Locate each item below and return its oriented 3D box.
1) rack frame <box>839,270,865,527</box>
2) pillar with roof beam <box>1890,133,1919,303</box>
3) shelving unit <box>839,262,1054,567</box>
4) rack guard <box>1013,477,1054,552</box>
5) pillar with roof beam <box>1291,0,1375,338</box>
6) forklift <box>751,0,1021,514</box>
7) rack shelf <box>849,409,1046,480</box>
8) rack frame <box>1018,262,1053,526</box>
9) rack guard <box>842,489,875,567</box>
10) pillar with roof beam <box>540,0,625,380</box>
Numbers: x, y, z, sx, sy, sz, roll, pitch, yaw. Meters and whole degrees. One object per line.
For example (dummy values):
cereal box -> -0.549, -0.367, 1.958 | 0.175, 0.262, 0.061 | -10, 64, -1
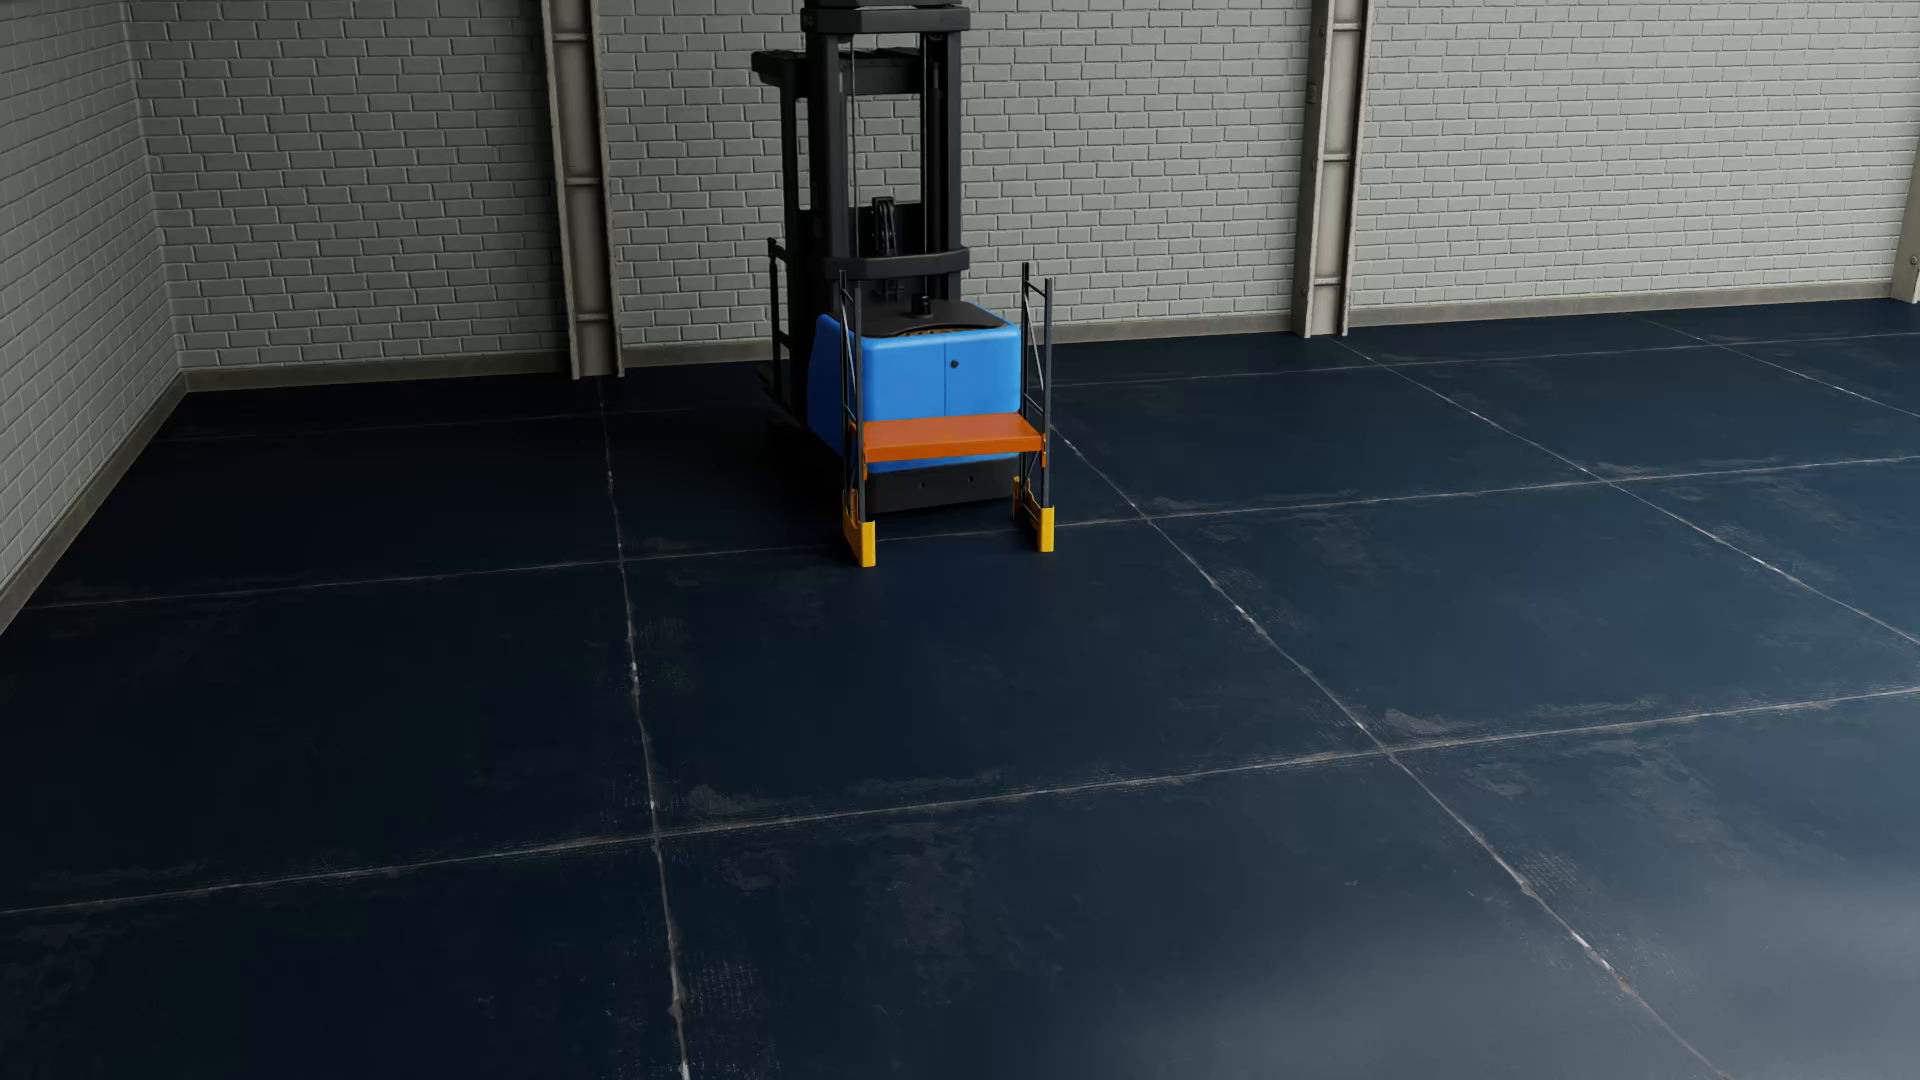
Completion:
rack frame -> -0.578, -0.657, 8.928 | 0.032, 1.500, 0.500 | -5, 21, -12
pillar with roof beam -> 9.873, -5.021, 9.940 | 0.400, 9.000, 9.100 | -5, 21, -12
shelving unit -> -0.074, -0.698, 9.040 | 1.083, 1.500, 0.587 | -5, 21, -12
rack guard -> 0.410, -0.151, 9.363 | 0.087, 0.250, 0.587 | -5, 21, -12
pillar with roof beam -> 4.034, -4.547, 8.643 | 0.400, 9.000, 9.100 | -5, 21, -12
forklift -> -0.639, -1.997, 10.505 | 1.130, 2.935, 3.031 | -8, 22, -20
rack shelf -> -0.083, -0.529, 9.100 | 1.000, 0.185, 0.538 | -5, 21, -12
rack frame -> 0.412, -0.738, 9.148 | 0.032, 1.500, 0.500 | -5, 21, -12
rack guard -> -0.559, -0.072, 9.148 | 0.087, 0.250, 0.587 | -5, 21, -12
pillar with roof beam -> -1.805, -4.072, 7.347 | 0.400, 9.000, 9.100 | -5, 21, -12
